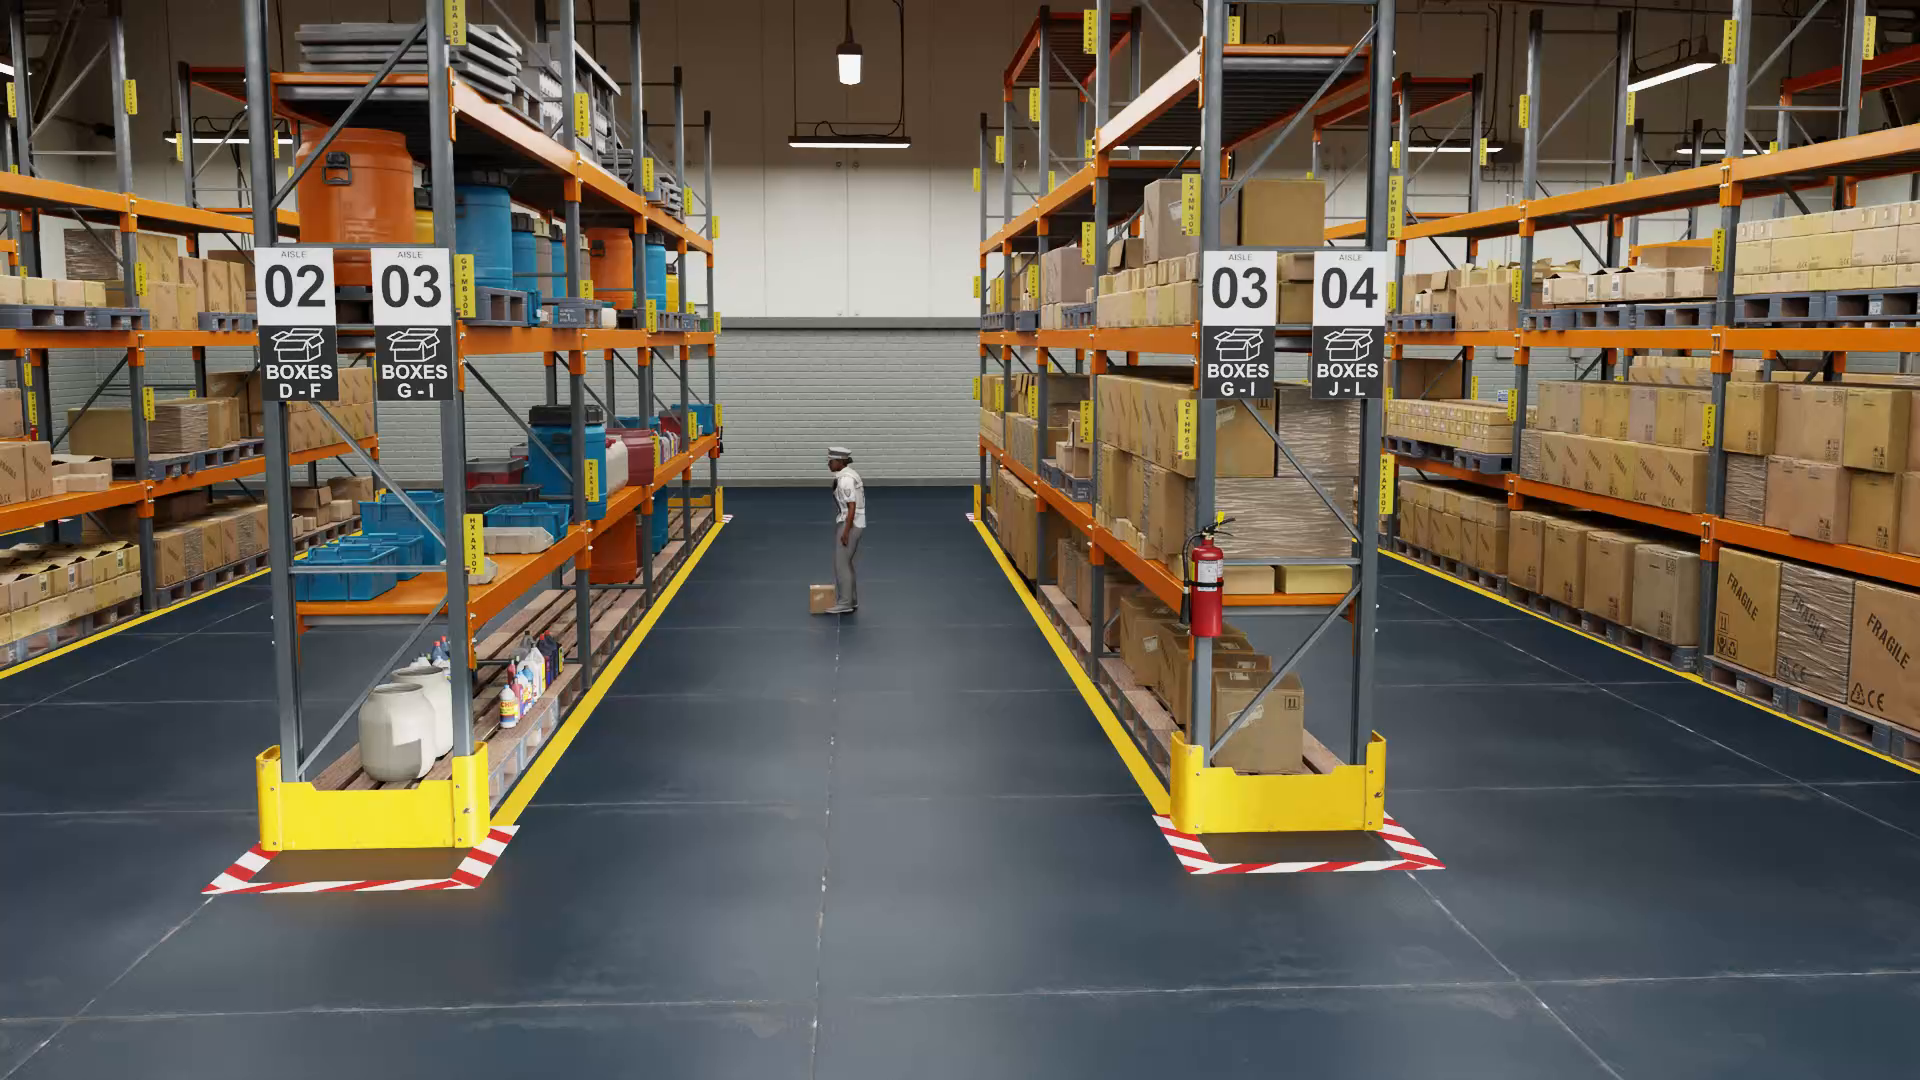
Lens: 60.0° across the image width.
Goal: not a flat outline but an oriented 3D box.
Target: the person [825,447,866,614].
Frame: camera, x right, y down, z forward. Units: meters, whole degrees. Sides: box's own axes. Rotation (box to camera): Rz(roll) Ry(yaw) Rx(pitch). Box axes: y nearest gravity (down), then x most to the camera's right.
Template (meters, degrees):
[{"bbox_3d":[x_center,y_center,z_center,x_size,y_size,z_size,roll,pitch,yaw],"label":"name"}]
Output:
[{"bbox_3d":[-1.158,-0.108,16.631,0.428,1.660,0.530,-1,7,-7],"label":"person"}]
